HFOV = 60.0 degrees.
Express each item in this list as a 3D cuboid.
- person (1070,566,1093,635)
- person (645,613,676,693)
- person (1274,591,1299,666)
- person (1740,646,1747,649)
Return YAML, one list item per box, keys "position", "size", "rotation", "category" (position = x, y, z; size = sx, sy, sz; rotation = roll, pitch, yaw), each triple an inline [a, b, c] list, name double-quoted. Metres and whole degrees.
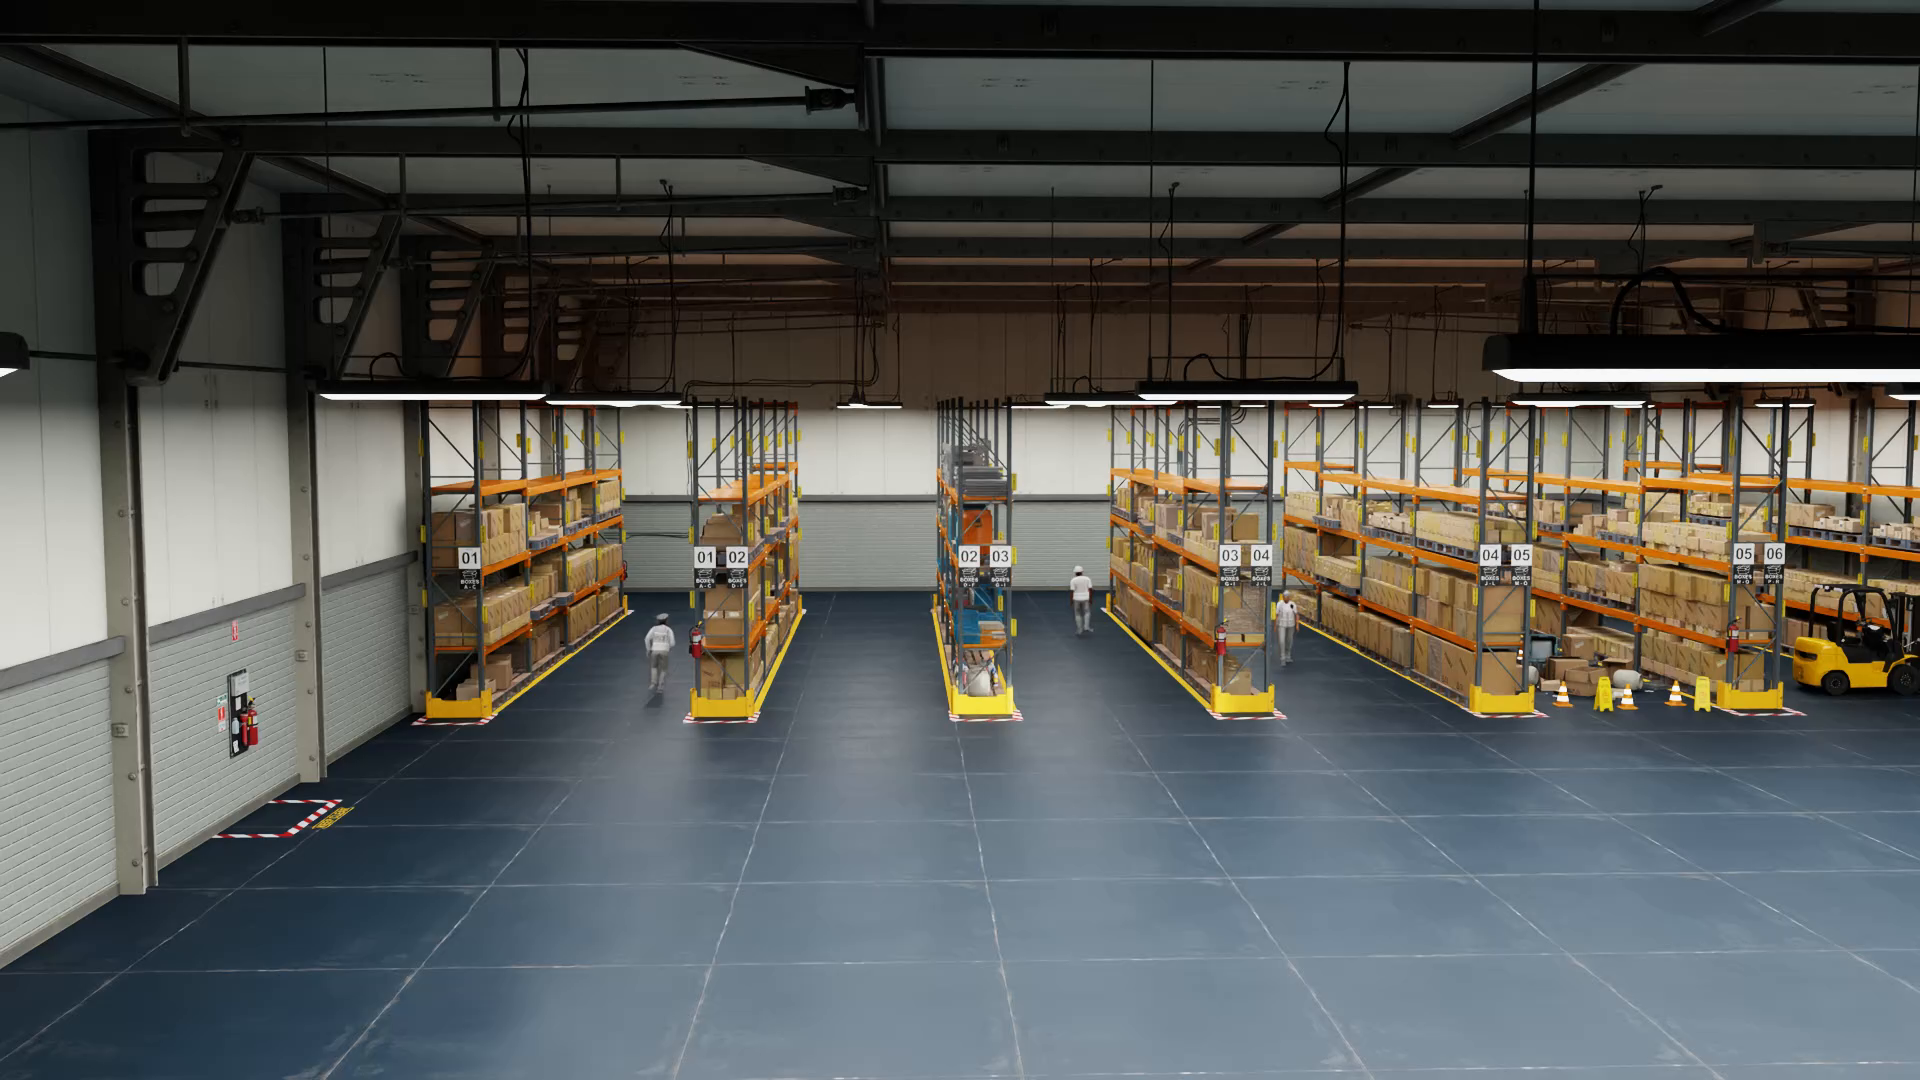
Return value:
- position: [3.120, 1.551, 42.679]
  size: [0.602, 1.762, 0.514]
  rotation: [0, 4, -6]
  category: "person"
- position: [-6.142, 2.306, 34.113]
  size: [0.624, 1.581, 0.665]
  rotation: [0, 4, 1]
  category: "person"
- position: [7.419, 1.987, 37.760]
  size: [0.534, 1.685, 0.644]
  rotation: [0, 4, -1]
  category: "person"
- position: [17.008, 2.122, 36.172]
  size: [0.434, 1.604, 0.447]
  rotation: [-1, 4, -7]
  category: "person"
